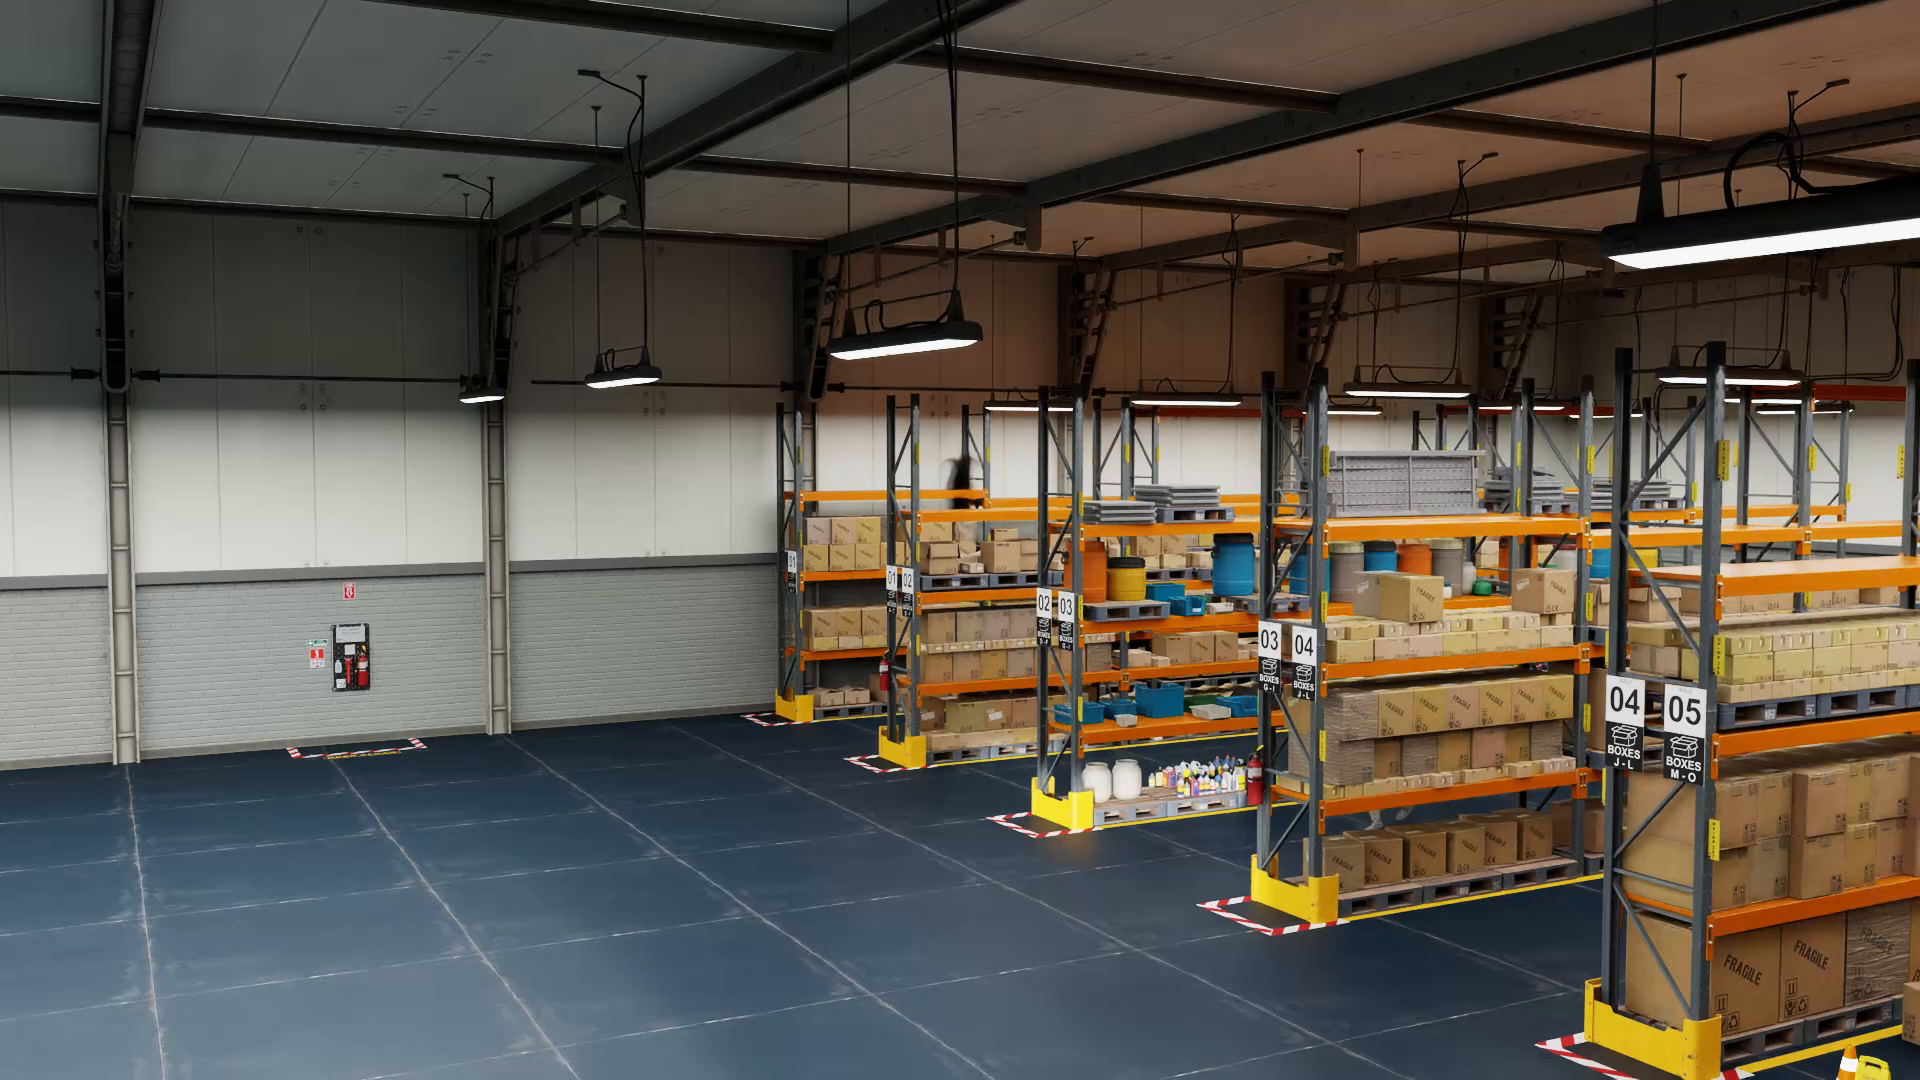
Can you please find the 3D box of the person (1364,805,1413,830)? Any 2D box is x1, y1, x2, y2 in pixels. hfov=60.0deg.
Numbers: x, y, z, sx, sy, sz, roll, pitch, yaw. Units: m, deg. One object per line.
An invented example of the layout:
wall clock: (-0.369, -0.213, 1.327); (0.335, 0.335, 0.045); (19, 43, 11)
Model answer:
person: (5.781, 3.149, 22.391); (1.038, 1.517, 0.611); (-2, 4, -32)
